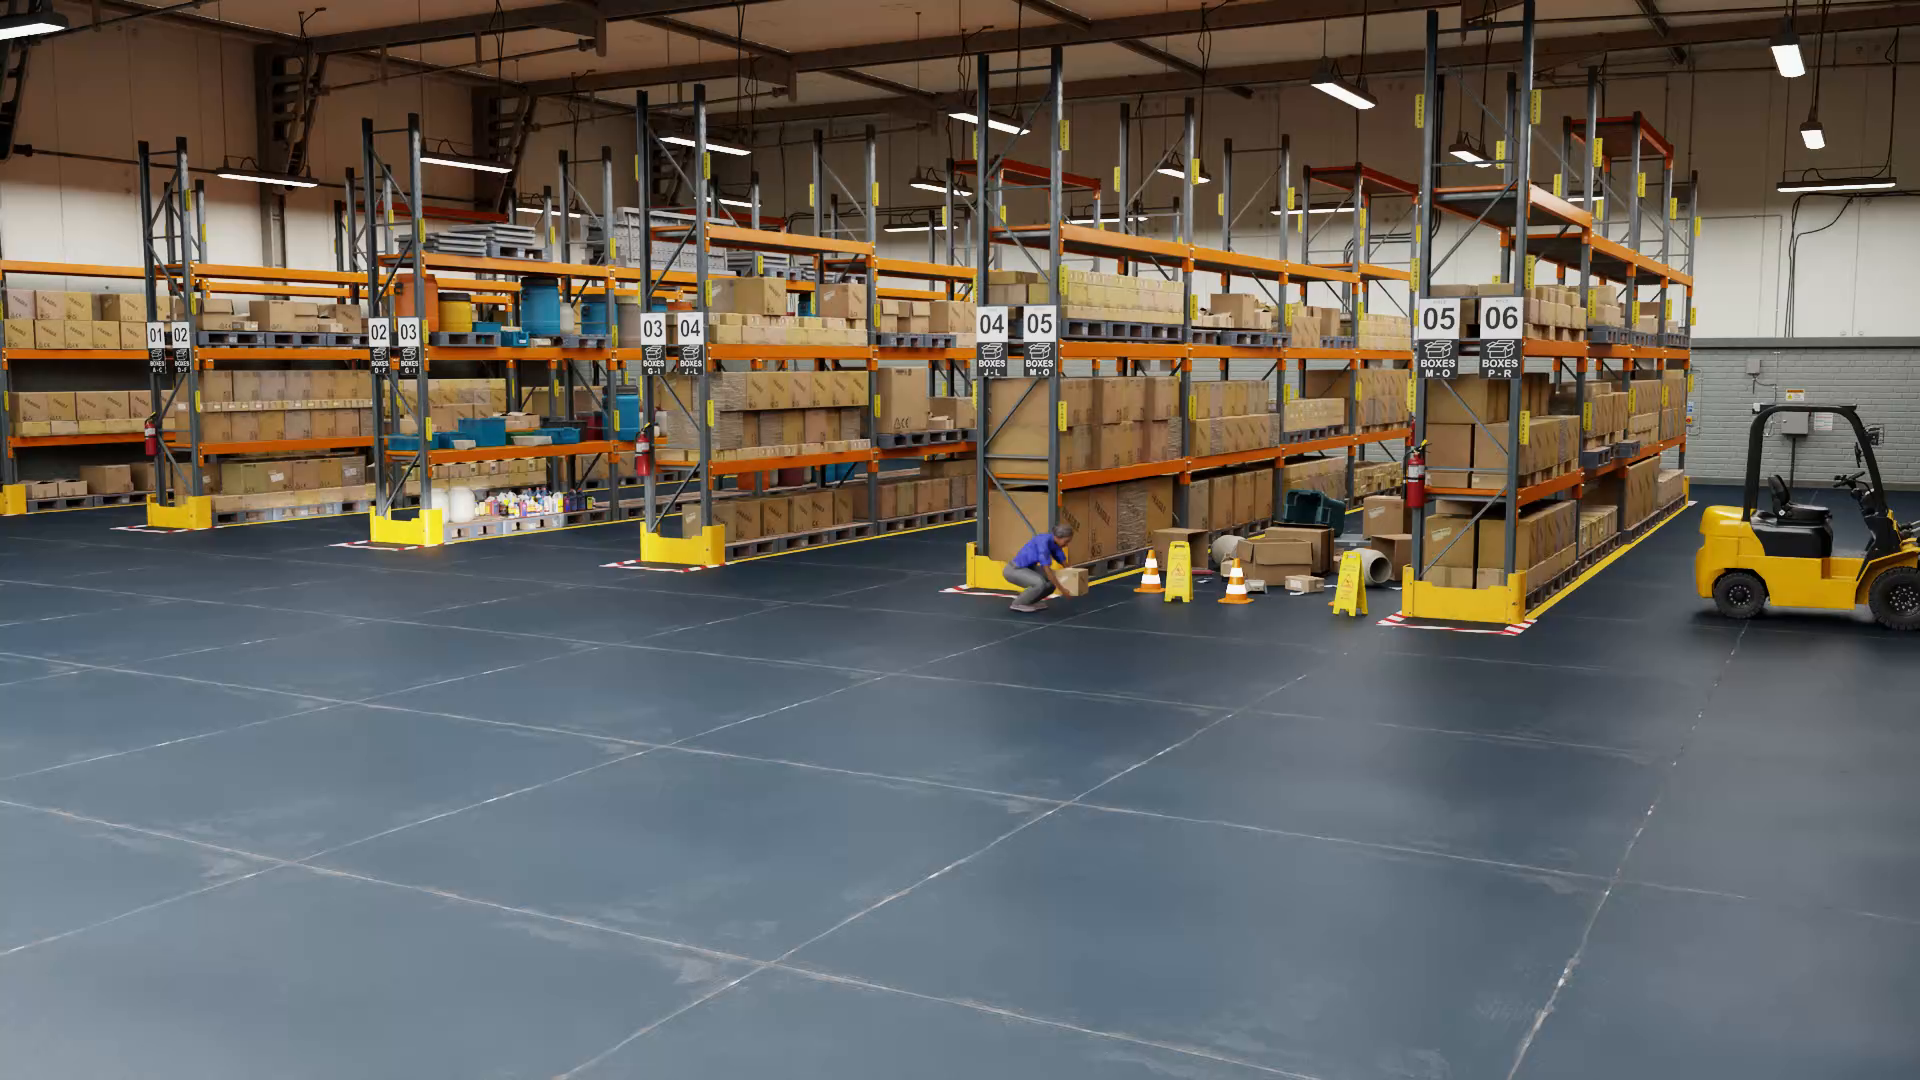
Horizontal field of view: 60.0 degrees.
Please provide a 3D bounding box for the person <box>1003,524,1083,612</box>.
[{"bbox_3d":[0.862,0.287,17.268,0.830,0.915,0.501,3,7,29],"label":"person"}]
